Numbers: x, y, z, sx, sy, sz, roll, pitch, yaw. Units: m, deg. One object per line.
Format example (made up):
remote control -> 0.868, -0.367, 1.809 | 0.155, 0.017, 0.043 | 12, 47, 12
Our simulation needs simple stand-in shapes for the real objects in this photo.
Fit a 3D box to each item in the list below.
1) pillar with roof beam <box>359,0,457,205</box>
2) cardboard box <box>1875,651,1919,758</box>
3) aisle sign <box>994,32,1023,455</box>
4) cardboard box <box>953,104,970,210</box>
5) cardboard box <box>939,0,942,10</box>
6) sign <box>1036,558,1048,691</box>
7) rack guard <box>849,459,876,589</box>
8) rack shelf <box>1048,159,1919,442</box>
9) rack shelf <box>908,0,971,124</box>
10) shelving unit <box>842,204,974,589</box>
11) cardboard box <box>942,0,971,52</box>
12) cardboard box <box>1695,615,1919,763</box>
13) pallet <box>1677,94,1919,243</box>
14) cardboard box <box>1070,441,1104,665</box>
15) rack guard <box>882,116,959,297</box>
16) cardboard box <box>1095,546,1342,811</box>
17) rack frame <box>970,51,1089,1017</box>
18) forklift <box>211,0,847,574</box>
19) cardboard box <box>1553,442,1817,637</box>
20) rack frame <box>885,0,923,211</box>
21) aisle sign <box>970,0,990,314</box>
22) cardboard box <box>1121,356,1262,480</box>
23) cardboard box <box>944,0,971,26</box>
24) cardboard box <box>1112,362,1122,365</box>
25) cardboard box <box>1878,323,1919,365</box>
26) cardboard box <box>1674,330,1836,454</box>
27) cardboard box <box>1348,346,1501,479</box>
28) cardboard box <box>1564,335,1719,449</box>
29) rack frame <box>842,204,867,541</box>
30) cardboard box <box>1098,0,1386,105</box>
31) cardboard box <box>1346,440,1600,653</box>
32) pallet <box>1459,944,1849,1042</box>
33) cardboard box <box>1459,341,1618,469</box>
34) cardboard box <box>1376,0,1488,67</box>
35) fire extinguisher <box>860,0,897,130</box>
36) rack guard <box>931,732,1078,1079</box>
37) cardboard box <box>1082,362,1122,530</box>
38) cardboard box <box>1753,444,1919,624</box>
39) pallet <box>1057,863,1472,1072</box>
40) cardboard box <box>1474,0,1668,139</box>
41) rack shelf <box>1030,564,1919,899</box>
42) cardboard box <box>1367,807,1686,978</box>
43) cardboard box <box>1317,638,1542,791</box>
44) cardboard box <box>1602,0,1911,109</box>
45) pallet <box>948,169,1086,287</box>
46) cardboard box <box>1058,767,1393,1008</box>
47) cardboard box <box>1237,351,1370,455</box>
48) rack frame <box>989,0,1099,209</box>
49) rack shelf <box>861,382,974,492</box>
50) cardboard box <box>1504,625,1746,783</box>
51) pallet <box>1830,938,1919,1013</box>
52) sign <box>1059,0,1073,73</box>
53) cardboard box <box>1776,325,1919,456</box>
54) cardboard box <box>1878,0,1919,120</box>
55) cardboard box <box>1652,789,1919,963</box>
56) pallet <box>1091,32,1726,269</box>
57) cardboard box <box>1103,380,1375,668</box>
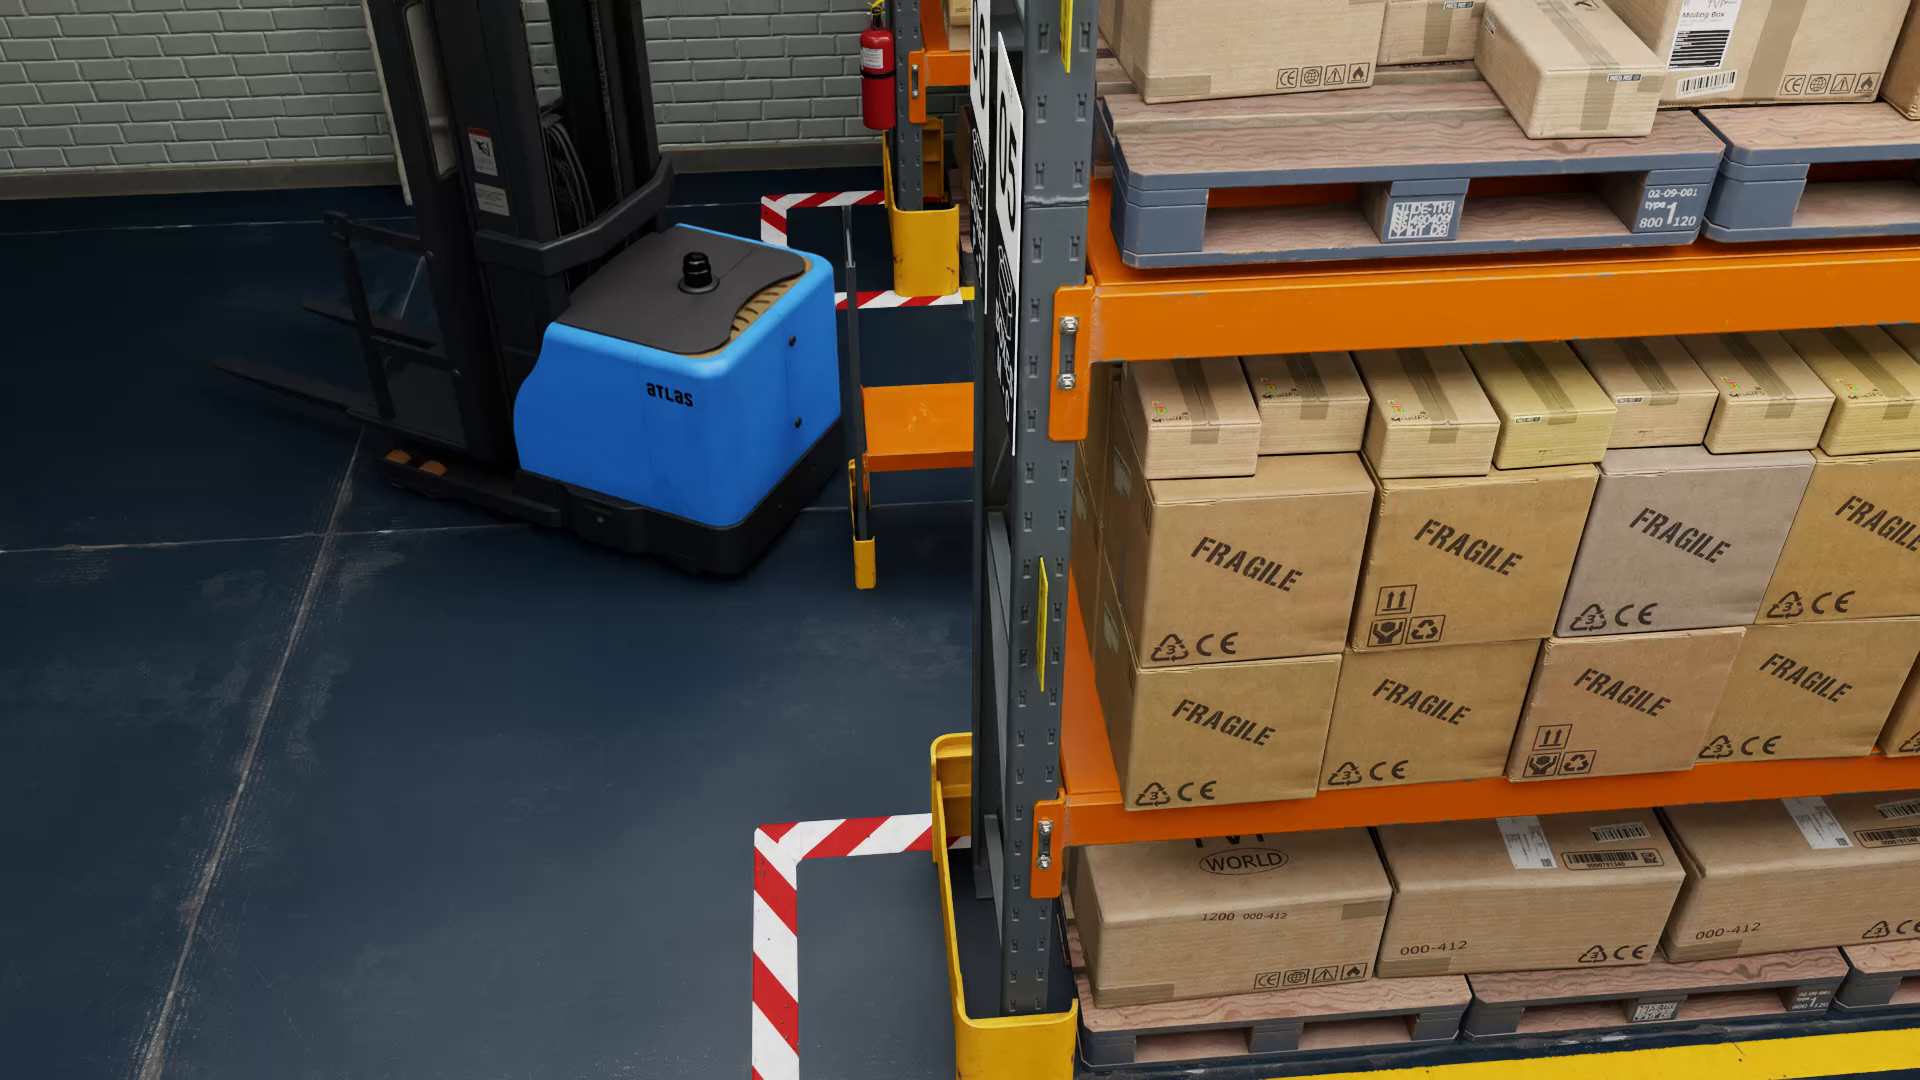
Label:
pillar with roof beam -> -2.683, -2.945, 3.718 | 0.400, 9.000, 9.100 | -3, 38, -4
cardboard box -> 2.678, 0.217, 4.473 | 0.500, 0.500, 0.500 | -4, 38, -5
aisle sign -> 0.098, -0.613, 3.507 | 0.004, 0.787, 0.394 | -3, 38, -4
cardboard box -> 0.319, -1.998, 9.037 | 0.637, 0.503, 0.797 | -5, 39, -6
cardboard box -> 0.007, -2.923, 8.736 | 0.250, 0.149, 0.380 | -4, 38, -4
sign -> 0.188, 0.196, 3.817 | 0.005, 0.325, 0.100 | -3, 38, -4
rack guard -> -0.420, -0.075, 7.143 | 0.087, 0.250, 0.587 | -3, 38, -4
rack shelf -> 2.137, -0.781, 3.977 | 4.000, 0.370, 1.077 | -3, 38, -4
rack shelf -> 1.693, -2.665, 8.787 | 4.000, 0.370, 1.077 | -3, 38, -4
shelving unit -> 0.076, -0.593, 6.791 | 1.083, 1.500, 0.587 | -3, 38, -4
cardboard box -> 0.053, -2.588, 8.311 | 0.250, 0.149, 0.380 | -3, 38, -4
cardboard box -> 2.155, 0.236, 4.448 | 0.500, 0.500, 0.500 | -2, 38, -2
pallet -> 2.100, -1.035, 3.790 | 1.213, 0.211, 1.003 | -3, 38, -4
cardboard box -> 0.601, -0.005, 4.754 | 0.500, 0.500, 0.500 | -3, 38, -4
rack guard -> -0.223, -1.861, 9.205 | 0.348, 0.500, 1.175 | -3, 38, -4
cardboard box -> 0.648, 0.336, 4.322 | 0.500, 0.500, 0.500 | -3, 38, -4
rack frame -> 0.144, 0.224, 4.544 | 0.127, 3.000, 1.000 | -3, 38, -4
forklift -> -2.080, -1.619, 6.935 | 3.031, 2.935, 1.130 | 16, 41, 19
cardboard box -> 1.674, -0.124, 4.097 | 0.500, 0.500, 0.500 | -3, 38, -4
rack frame -> -0.299, -2.838, 8.425 | 0.127, 3.000, 1.000 | -3, 38, -4
aisle sign -> 0.045, -0.984, 3.976 | 0.004, 0.787, 0.394 | -3, 38, -4
cardboard box -> 0.523, -0.311, 3.811 | 0.250, 0.149, 0.380 | -2, 38, -3
cardboard box -> 0.177, -2.755, 8.201 | 0.500, 0.250, 0.500 | -3, 38, -4
cardboard box -> 0.484, -0.605, 4.184 | 0.250, 0.149, 0.380 | -3, 38, -3
cardboard box -> 2.328, -0.414, 3.942 | 0.250, 0.149, 0.380 | -3, 38, -4
cardboard box -> 1.816, -0.373, 3.889 | 0.250, 0.149, 0.380 | -3, 38, -4
cardboard box -> 1.046, -0.313, 3.813 | 0.250, 0.149, 0.380 | -2, 38, -3
cardboard box -> 1.564, -0.385, 3.905 | 0.250, 0.149, 0.380 | -3, 38, -4
rack frame -> -0.421, -0.566, 6.756 | 0.032, 1.500, 0.500 | -3, 38, -4
cardboard box -> 0.585, -1.179, 3.602 | 0.500, 0.250, 0.500 | -6, 39, -8
cardboard box -> 1.162, -0.091, 4.056 | 0.500, 0.500, 0.500 | -4, 38, -5
pallet -> 2.146, 1.162, 5.607 | 1.213, 0.211, 1.003 | -3, 38, -4
cardboard box -> 1.307, -0.338, 3.845 | 0.250, 0.149, 0.380 | -4, 38, -5
cardboard box -> 0.995, -1.211, 3.725 | 0.250, 0.149, 0.380 | -6, 39, -7
fire extinguisher -> -0.405, -2.368, 8.193 | 0.183, 0.674, 0.296 | -3, 38, -4
rack guard -> 0.120, 1.207, 5.317 | 0.348, 0.500, 1.175 | -3, 38, -4
cardboard box -> 0.604, -0.381, 4.423 | 0.500, 0.500, 0.500 | -2, 38, -2
cardboard box -> 2.171, -0.152, 4.133 | 0.500, 0.500, 0.500 | -3, 38, -4
pallet -> 0.934, 1.227, 5.525 | 1.213, 0.211, 1.003 | -3, 38, -4
cardboard box -> 1.249, -0.977, 3.428 | 0.250, 0.149, 0.380 | -2, 38, -2
rack shelf -> 2.137, 0.397, 4.906 | 4.000, 0.370, 1.077 | -3, 38, -4
cardboard box -> 1.704, 0.912, 5.402 | 0.875, 0.438, 0.875 | -2, 38, -3
cardboard box -> 1.149, 0.291, 4.379 | 0.500, 0.500, 0.500 | -4, 38, -5
cardboard box -> 1.640, -1.174, 3.547 | 0.500, 0.311, 0.500 | -2, 38, -3
pallet -> 0.571, -1.792, 9.351 | 1.213, 0.211, 1.003 | -3, 38, -4
cardboard box -> 0.793, 0.967, 5.332 | 0.875, 0.438, 0.875 | -4, 38, -6
cardboard box -> 0.777, -0.369, 3.885 | 0.250, 0.149, 0.380 | -2, 38, -3
rack frame -> 0.144, -2.131, 2.686 | 0.127, 3.000, 1.000 | -3, 38, -4
rack shelf -> 0.085, -0.452, 6.903 | 1.000, 0.185, 0.538 | -3, 38, -4
cardboard box -> 1.658, 0.274, 4.400 | 0.500, 0.500, 0.500 | -3, 38, -4
pallet -> 3.364, 1.093, 5.694 | 1.213, 0.211, 1.003 | -3, 38, -4
sign -> 0.188, -0.985, 2.885 | 0.005, 0.325, 0.100 | -3, 38, -4
cardboard box -> 2.071, -0.370, 3.886 | 0.250, 0.149, 0.380 | -4, 38, -5
cardboard box -> 2.166, -1.215, 3.446 | 0.500, 0.500, 0.500 | -3, 38, -3
cardboard box -> 2.602, 0.864, 5.463 | 0.875, 0.438, 0.875 | -4, 38, -5
pallet -> 0.882, -0.966, 3.702 | 1.213, 0.211, 1.003 | -3, 38, -4
cardboard box -> 0.648, -0.058, 4.014 | 0.500, 0.500, 0.500 | -4, 38, -5
